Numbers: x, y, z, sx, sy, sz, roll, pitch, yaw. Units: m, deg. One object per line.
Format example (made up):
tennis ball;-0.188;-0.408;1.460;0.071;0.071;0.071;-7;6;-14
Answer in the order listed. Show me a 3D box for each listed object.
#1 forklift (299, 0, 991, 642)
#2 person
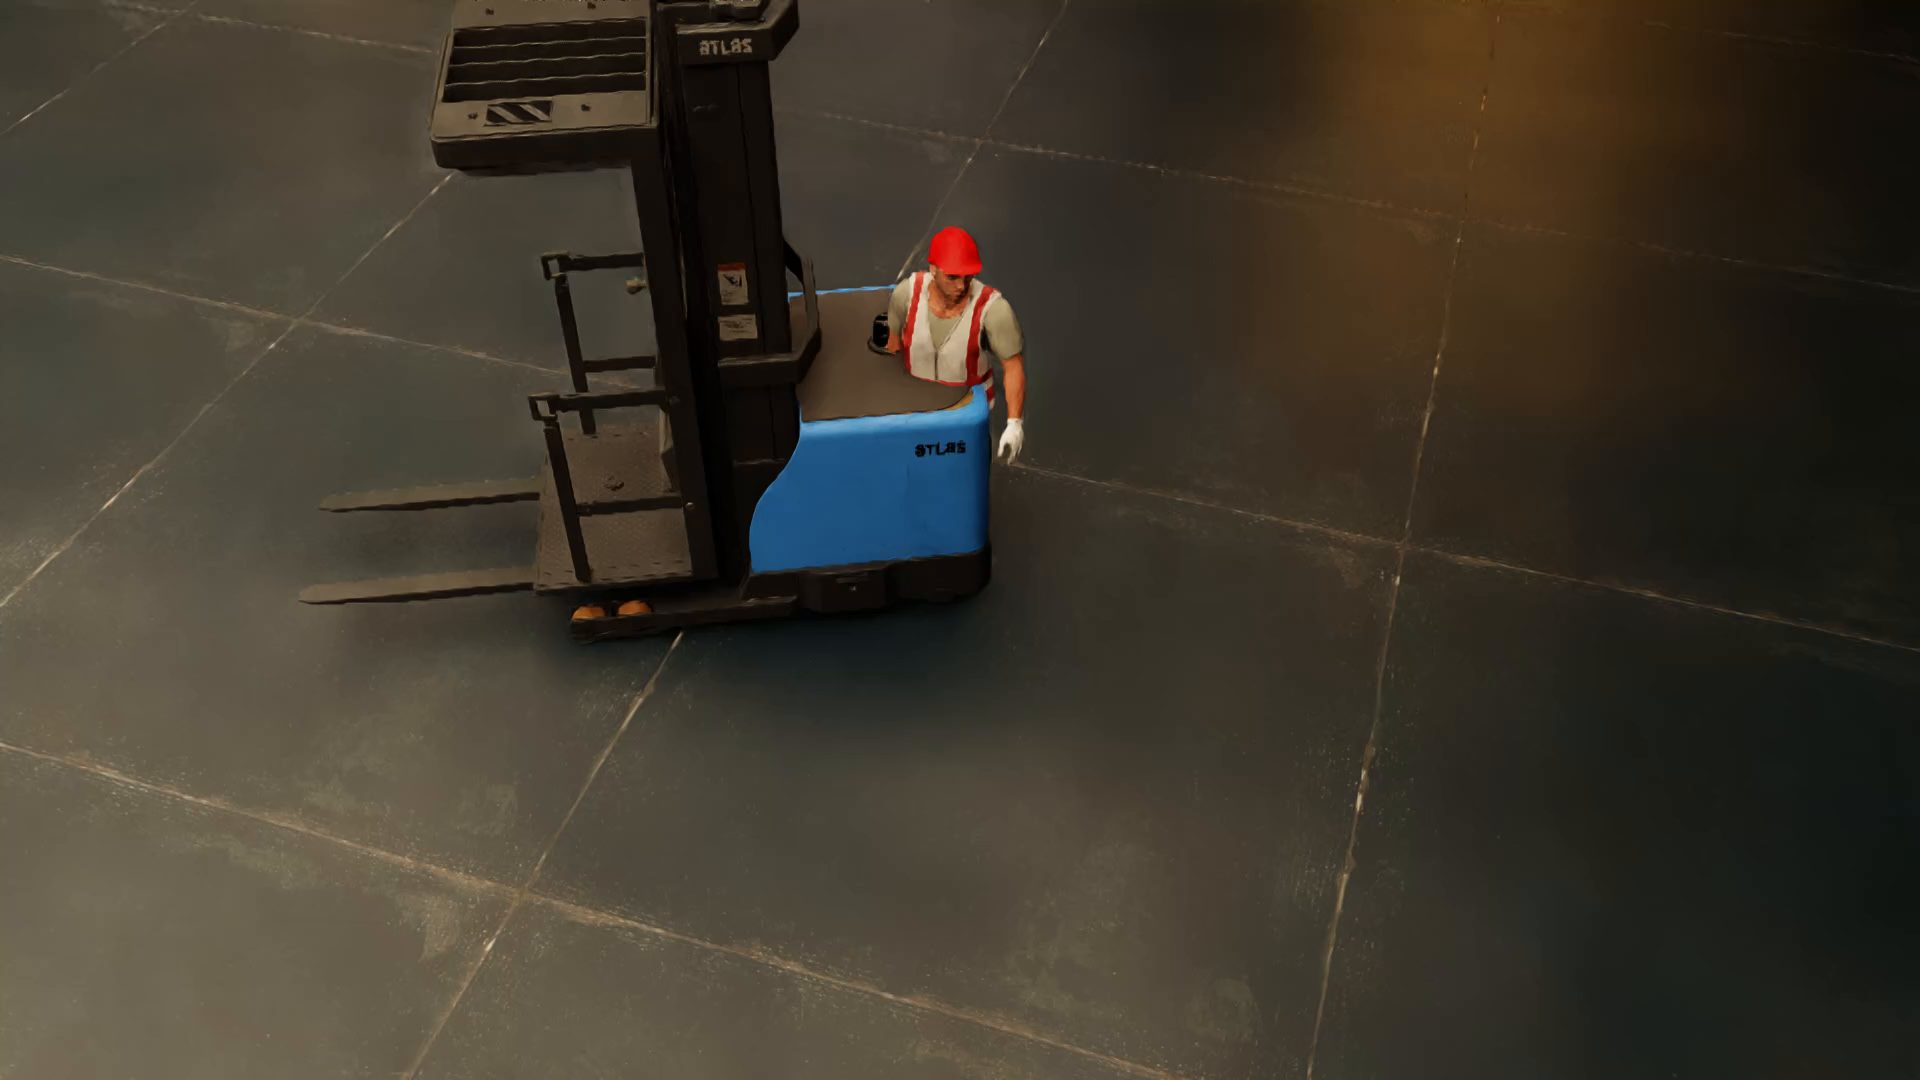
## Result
forklift;-1.420;-1.008;6.773;3.031;2.935;1.130;-5;43;-6
person;-0.068;-0.510;7.095;0.713;1.783;0.558;9;44;10
